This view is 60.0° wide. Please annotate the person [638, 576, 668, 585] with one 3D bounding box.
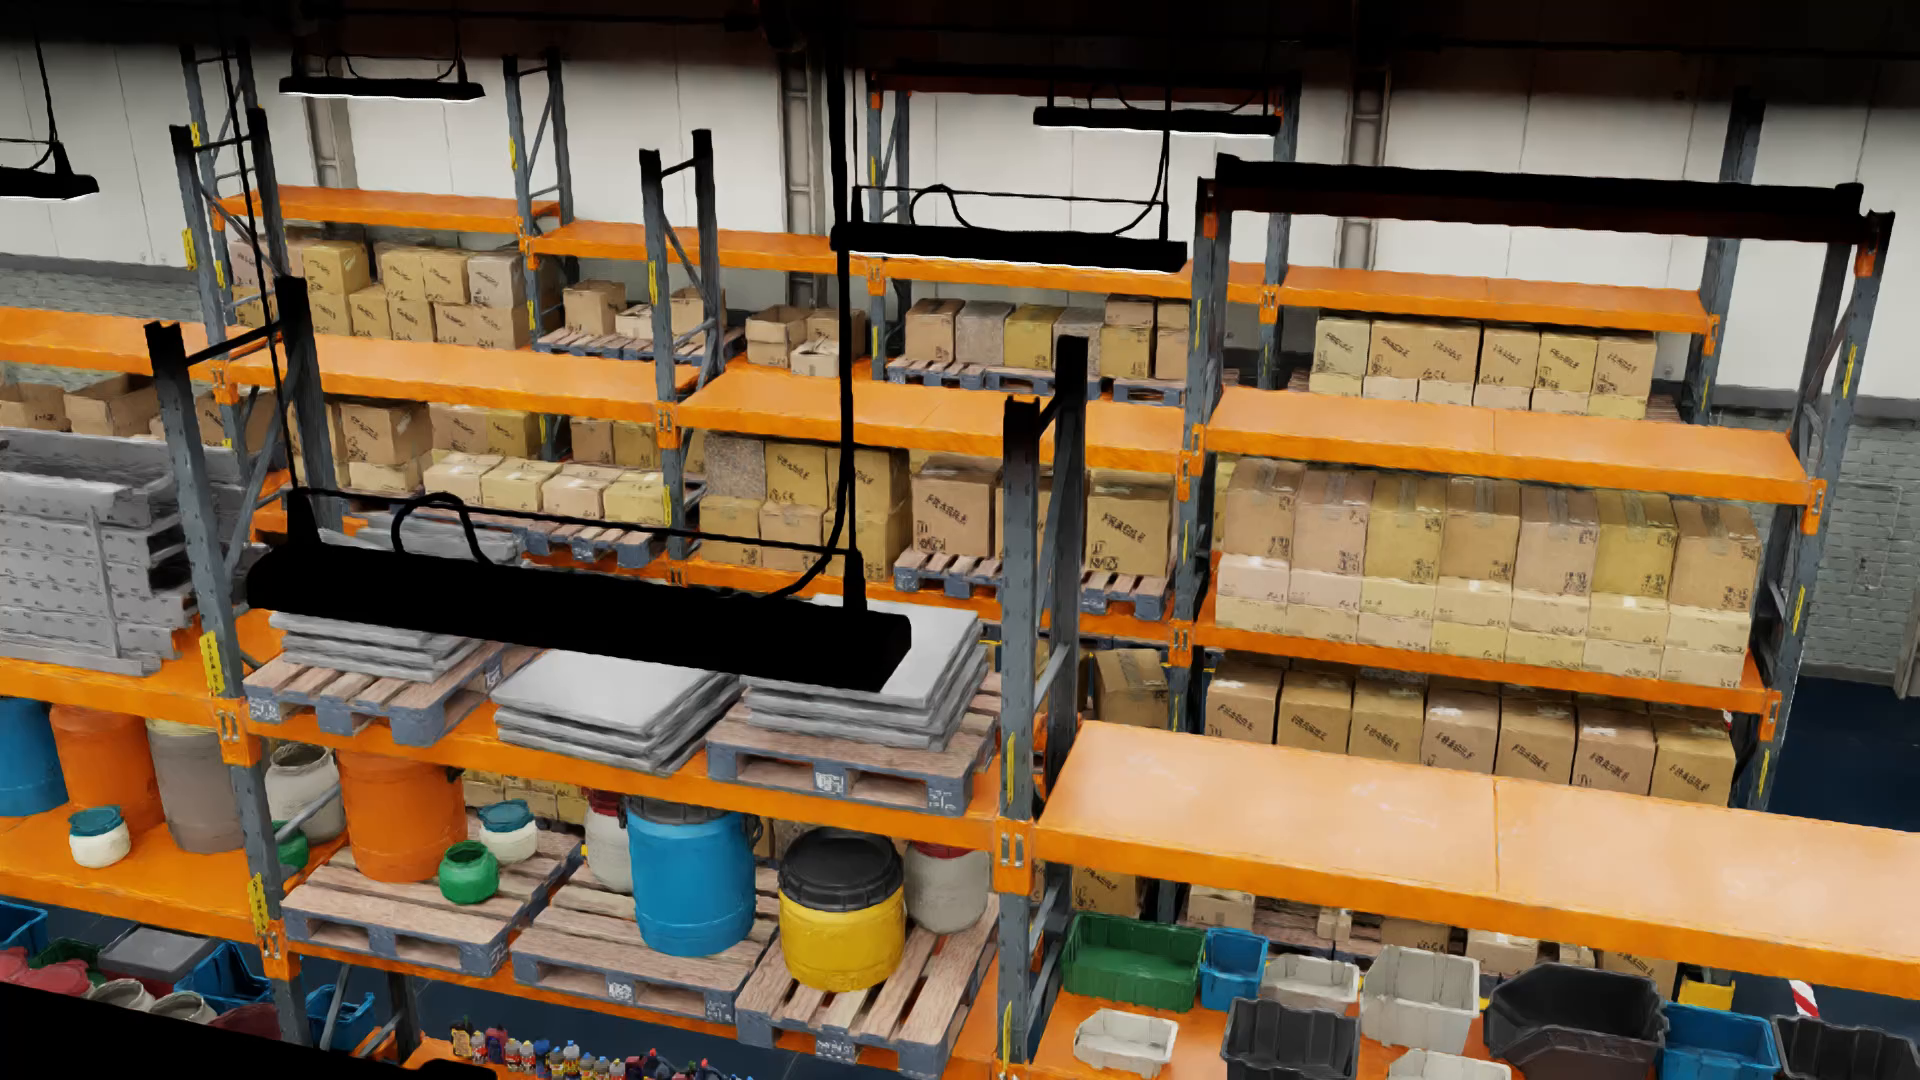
[{"bbox_3d":[-3.028,0.896,16.359,1.123,1.709,0.548,7,24,17],"label":"person"}]
